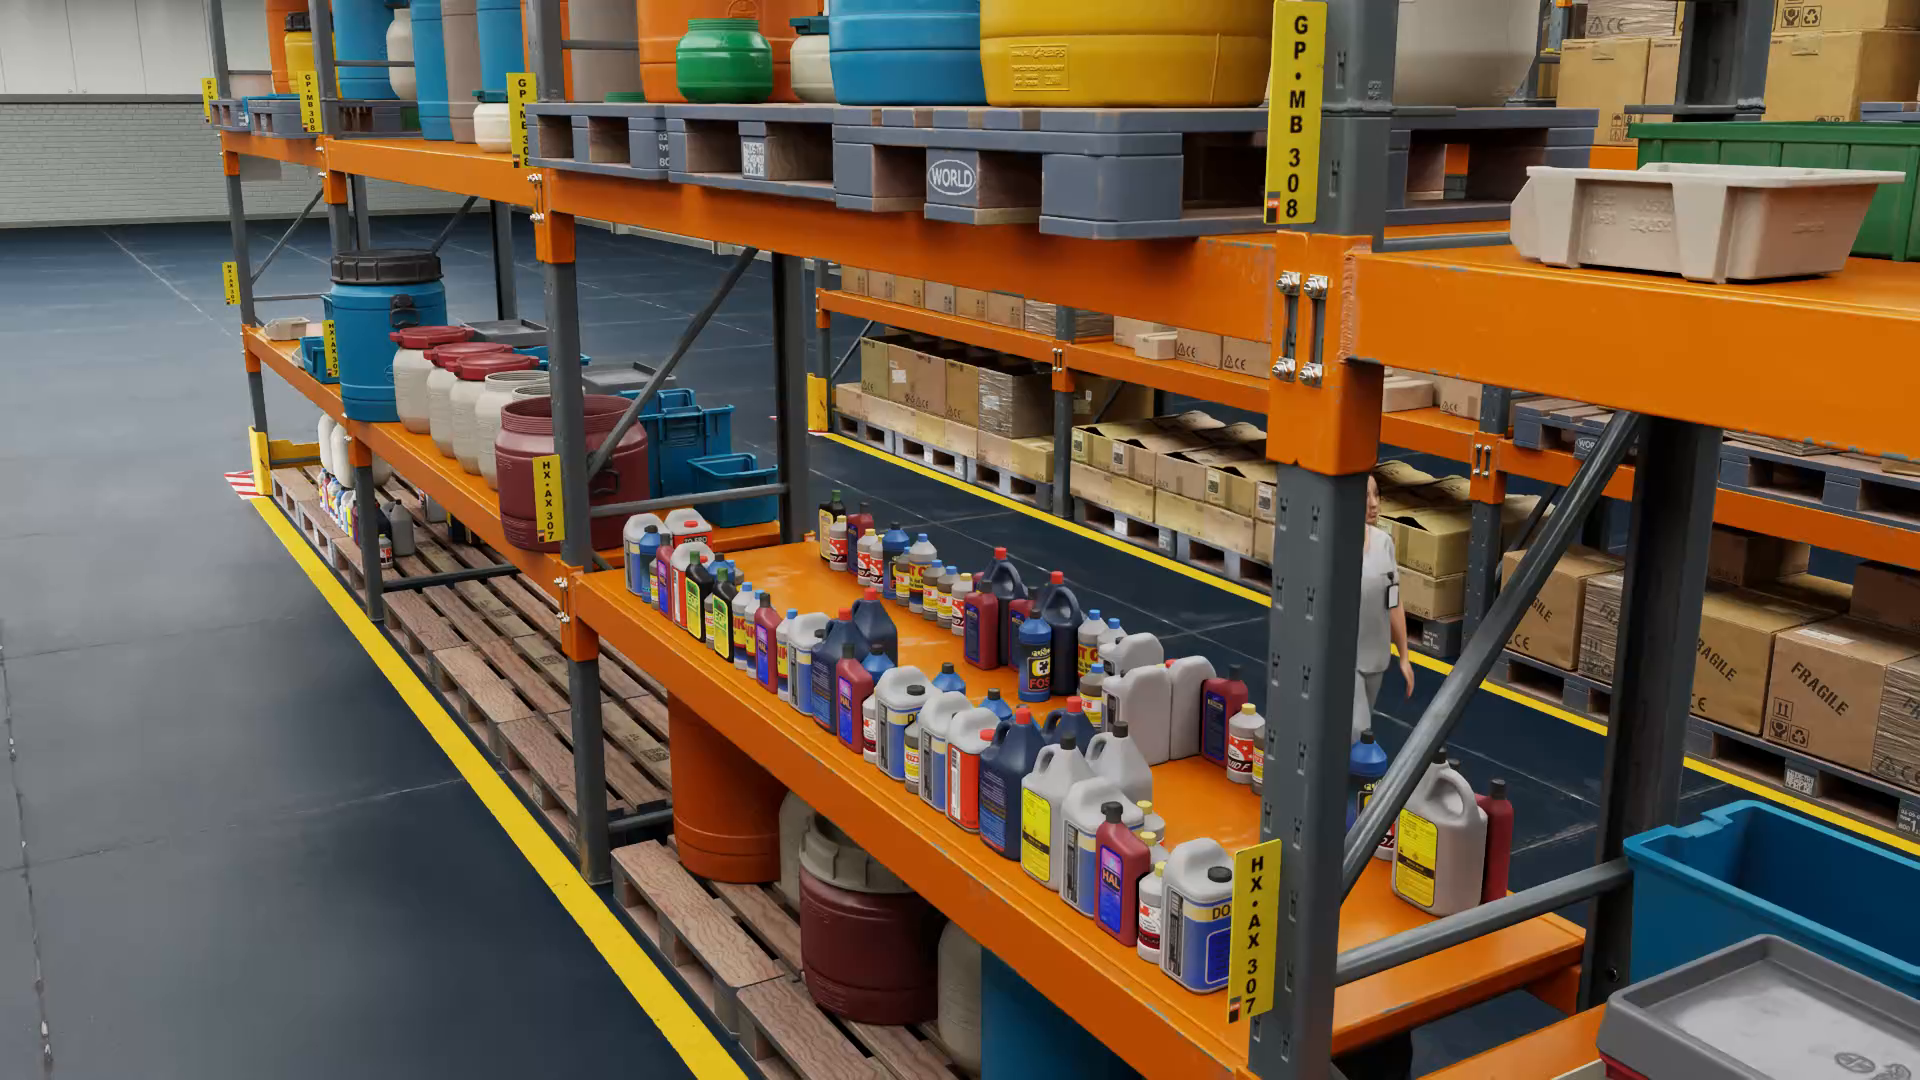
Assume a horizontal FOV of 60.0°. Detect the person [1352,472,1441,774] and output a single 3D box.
[{"bbox_3d":[1.619,0.545,6.424,0.462,1.620,0.957,-9,17,-29],"label":"person"}]
